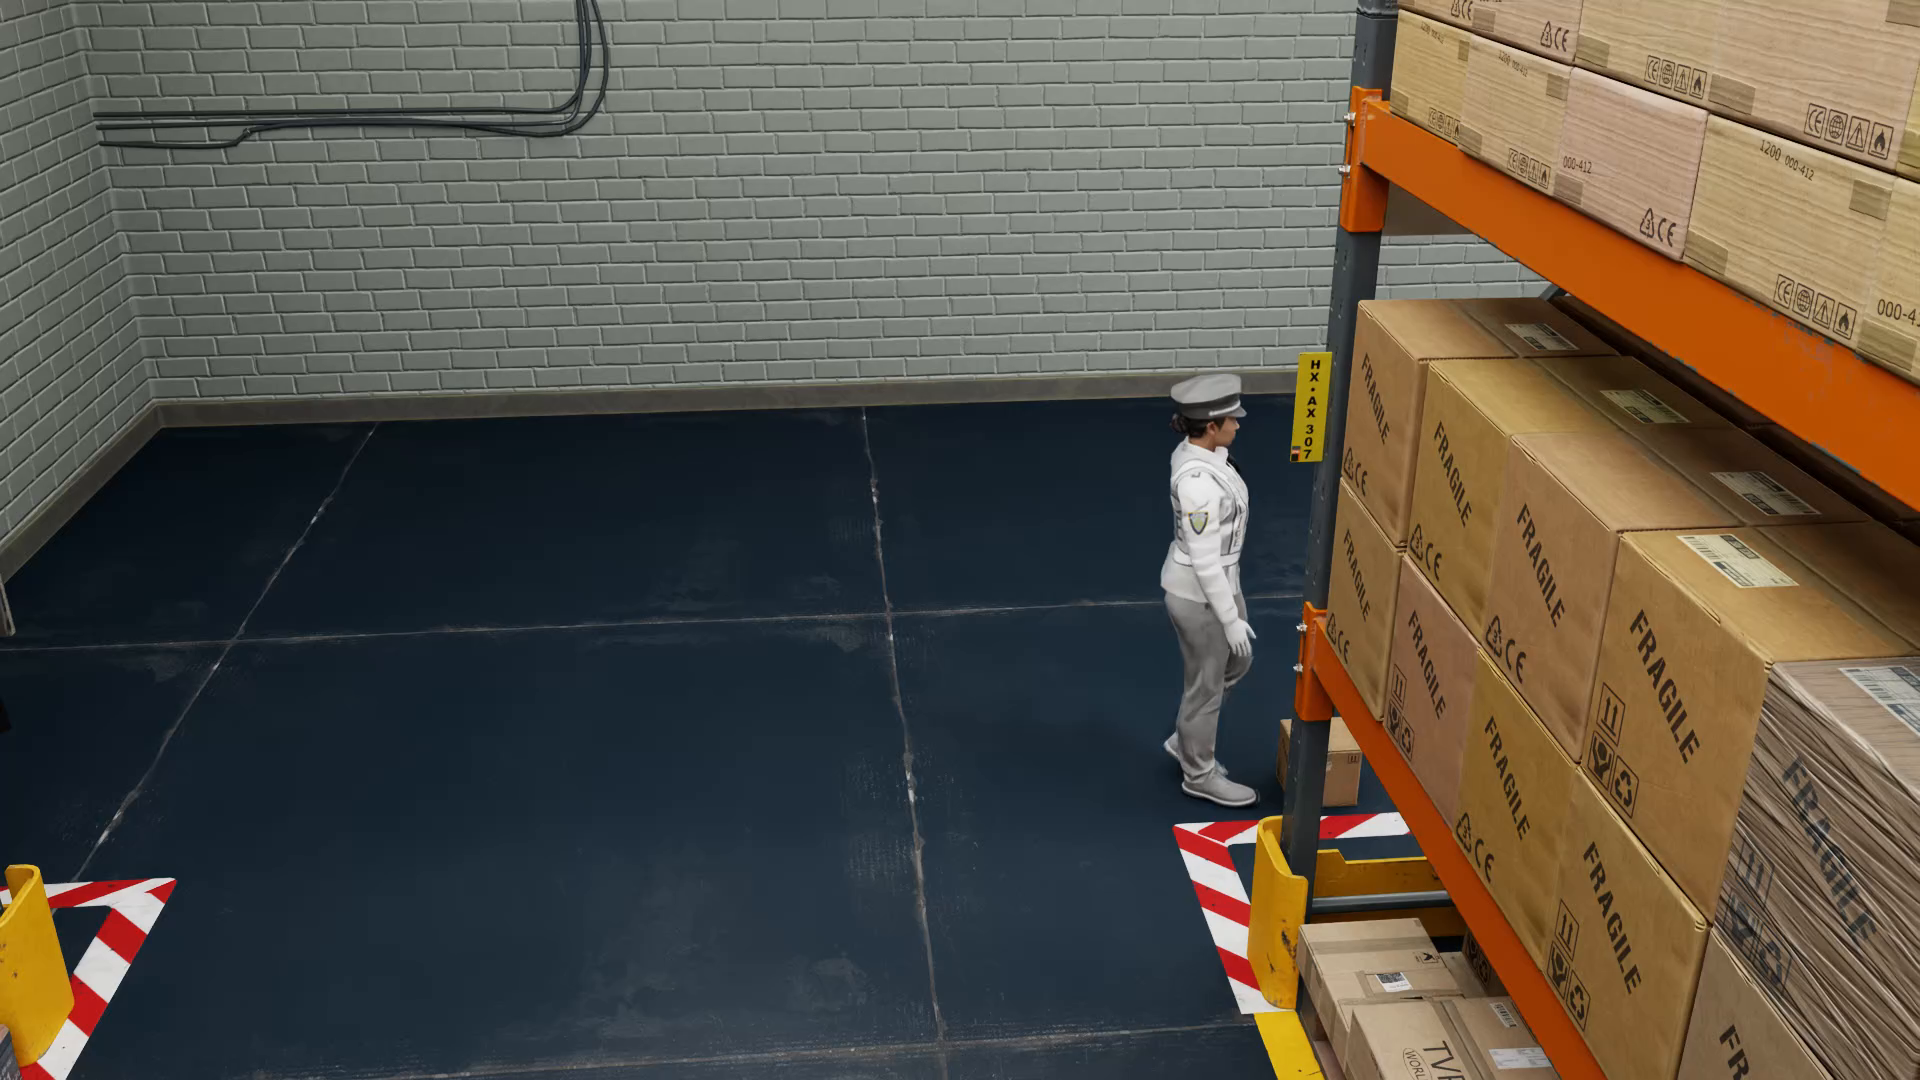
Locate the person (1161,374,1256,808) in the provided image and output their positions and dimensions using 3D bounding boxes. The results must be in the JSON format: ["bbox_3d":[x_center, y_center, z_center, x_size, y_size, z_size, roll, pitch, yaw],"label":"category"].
[{"bbox_3d":[0.939,0.220,6.116,0.410,1.707,0.549,4,24,8],"label":"person"}]
